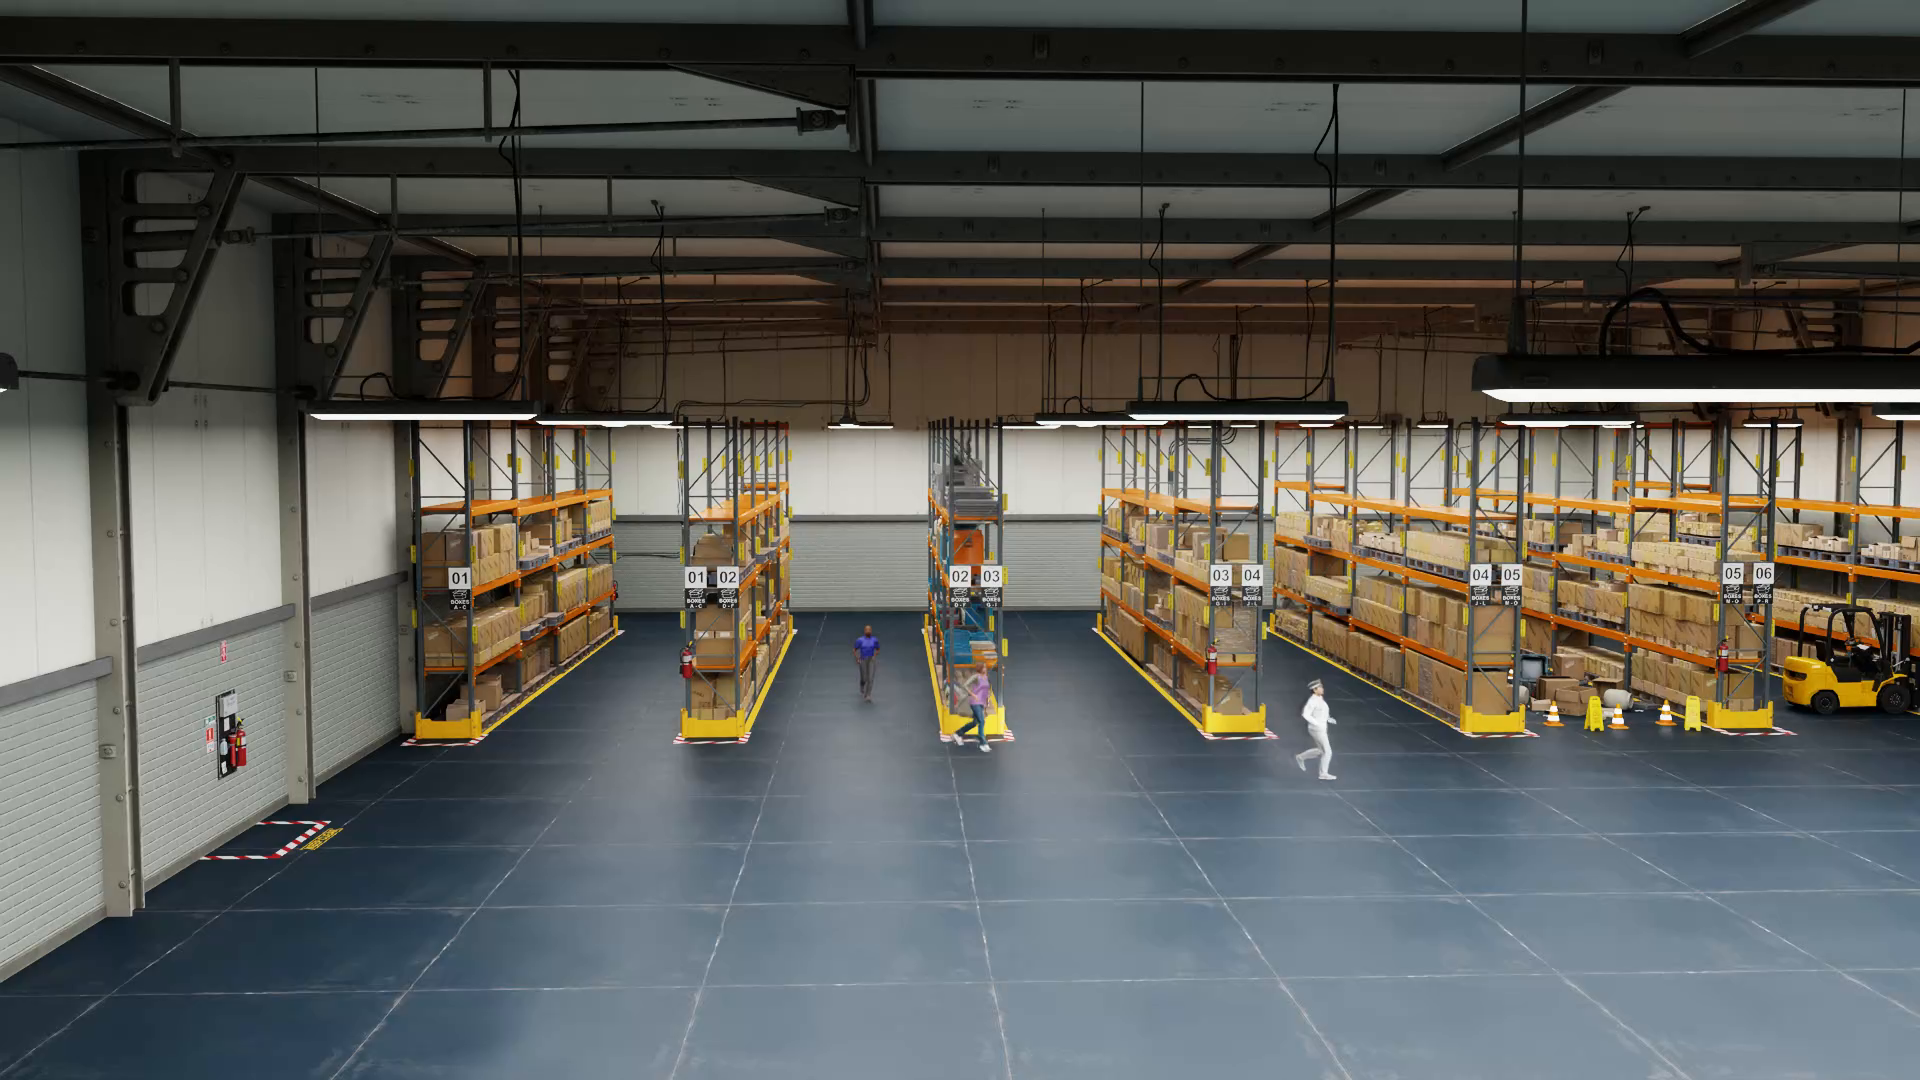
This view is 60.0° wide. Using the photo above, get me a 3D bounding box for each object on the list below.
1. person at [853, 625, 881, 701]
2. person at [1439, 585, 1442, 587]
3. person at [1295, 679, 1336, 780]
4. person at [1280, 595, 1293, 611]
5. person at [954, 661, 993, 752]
[{"bbox_3d":[-1.976,2.608,35.423,0.591,1.608,0.575,-1,4,-13],"label":"person"},{"bbox_3d":[14.477,1.661,49.362,0.620,1.701,0.672,1,4,12],"label":"person"},{"bbox_3d":[5.856,3.104,27.394,0.716,1.654,0.593,2,4,27],"label":"person"},{"bbox_3d":[9.675,1.707,49.144,0.538,1.609,0.655,2,4,34],"label":"person"},{"bbox_3d":[0.305,2.993,30.035,0.824,1.573,0.552,2,4,29],"label":"person"}]
